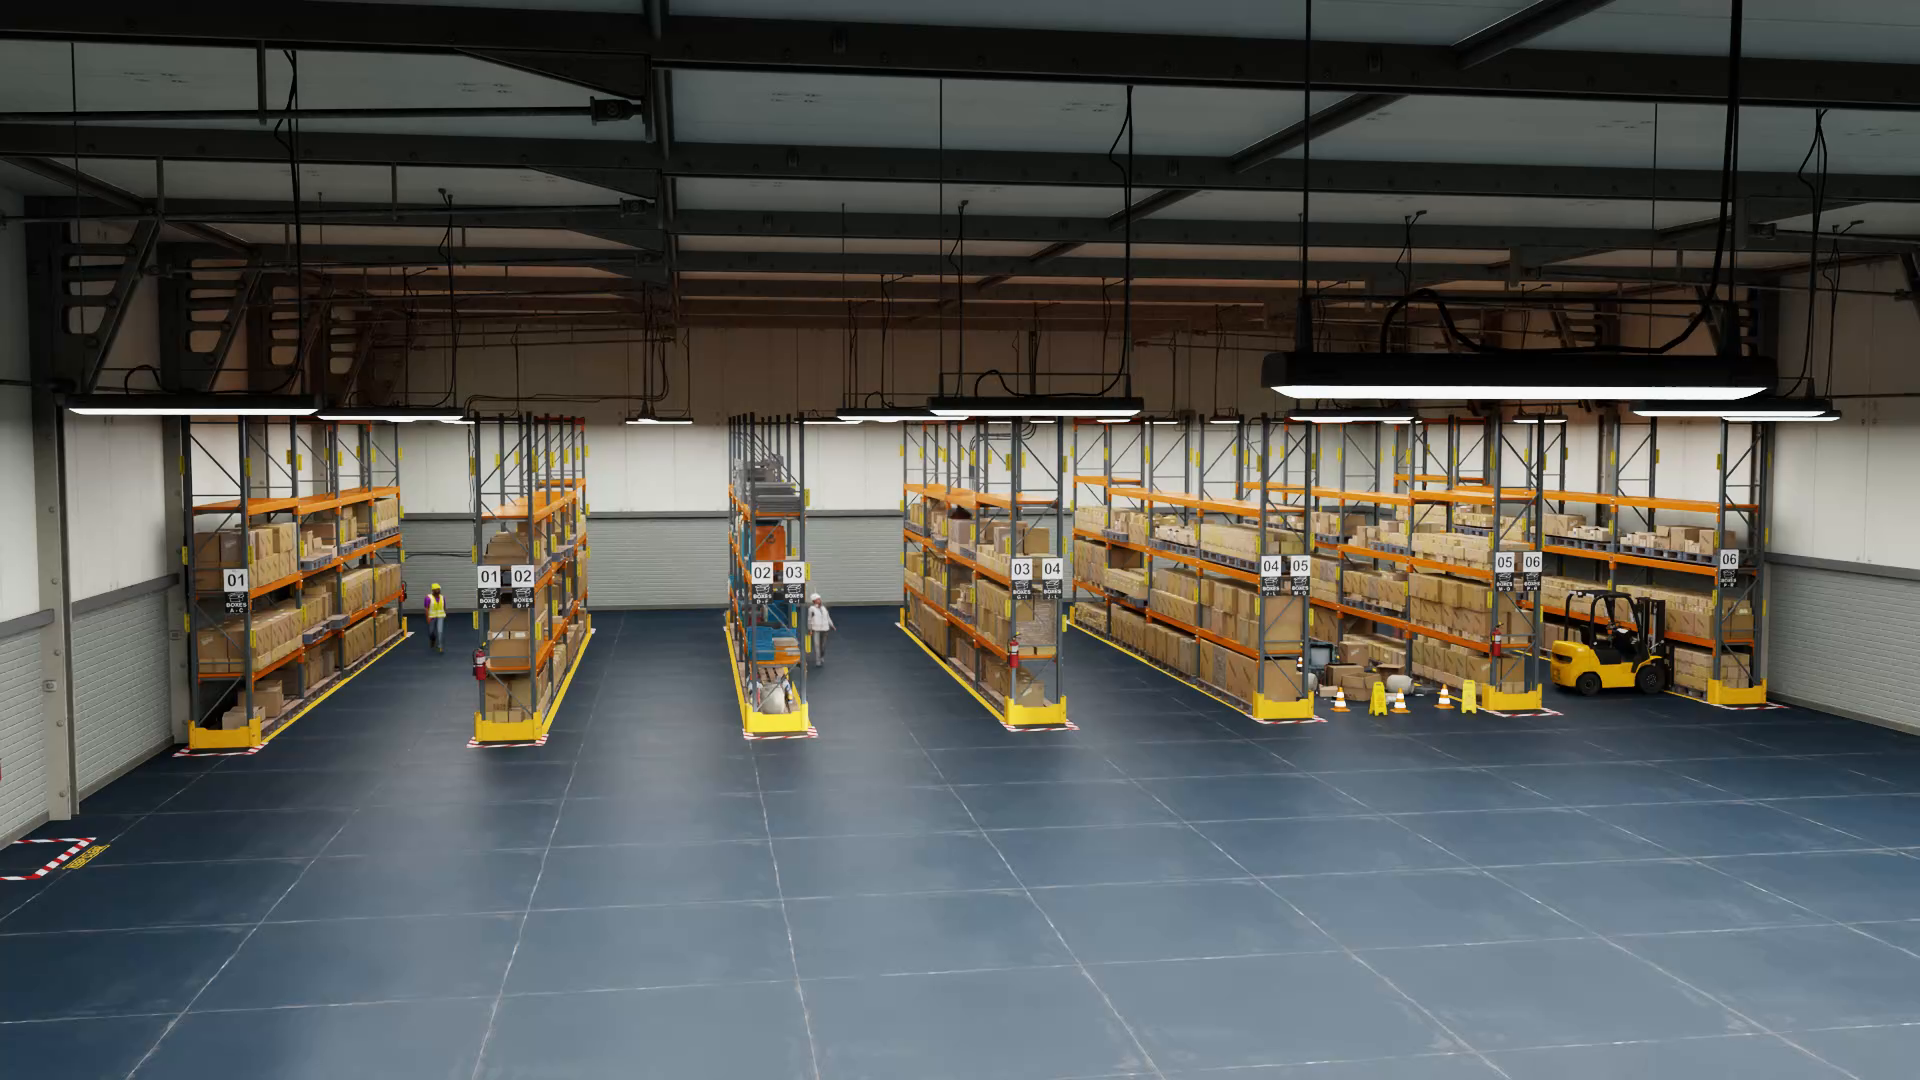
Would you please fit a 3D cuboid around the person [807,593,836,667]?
[{"bbox_3d":[-3.312,2.137,39.721,0.679,1.713,1.044,-1,4,-12],"label":"person"}]

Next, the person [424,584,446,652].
[{"bbox_3d":[-13.371,1.970,42.396,0.508,1.722,0.856,-1,4,-13],"label":"person"}]

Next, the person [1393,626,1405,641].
[{"bbox_3d":[11.641,1.884,44.279,0.418,1.675,0.476,1,4,13],"label":"person"}]
